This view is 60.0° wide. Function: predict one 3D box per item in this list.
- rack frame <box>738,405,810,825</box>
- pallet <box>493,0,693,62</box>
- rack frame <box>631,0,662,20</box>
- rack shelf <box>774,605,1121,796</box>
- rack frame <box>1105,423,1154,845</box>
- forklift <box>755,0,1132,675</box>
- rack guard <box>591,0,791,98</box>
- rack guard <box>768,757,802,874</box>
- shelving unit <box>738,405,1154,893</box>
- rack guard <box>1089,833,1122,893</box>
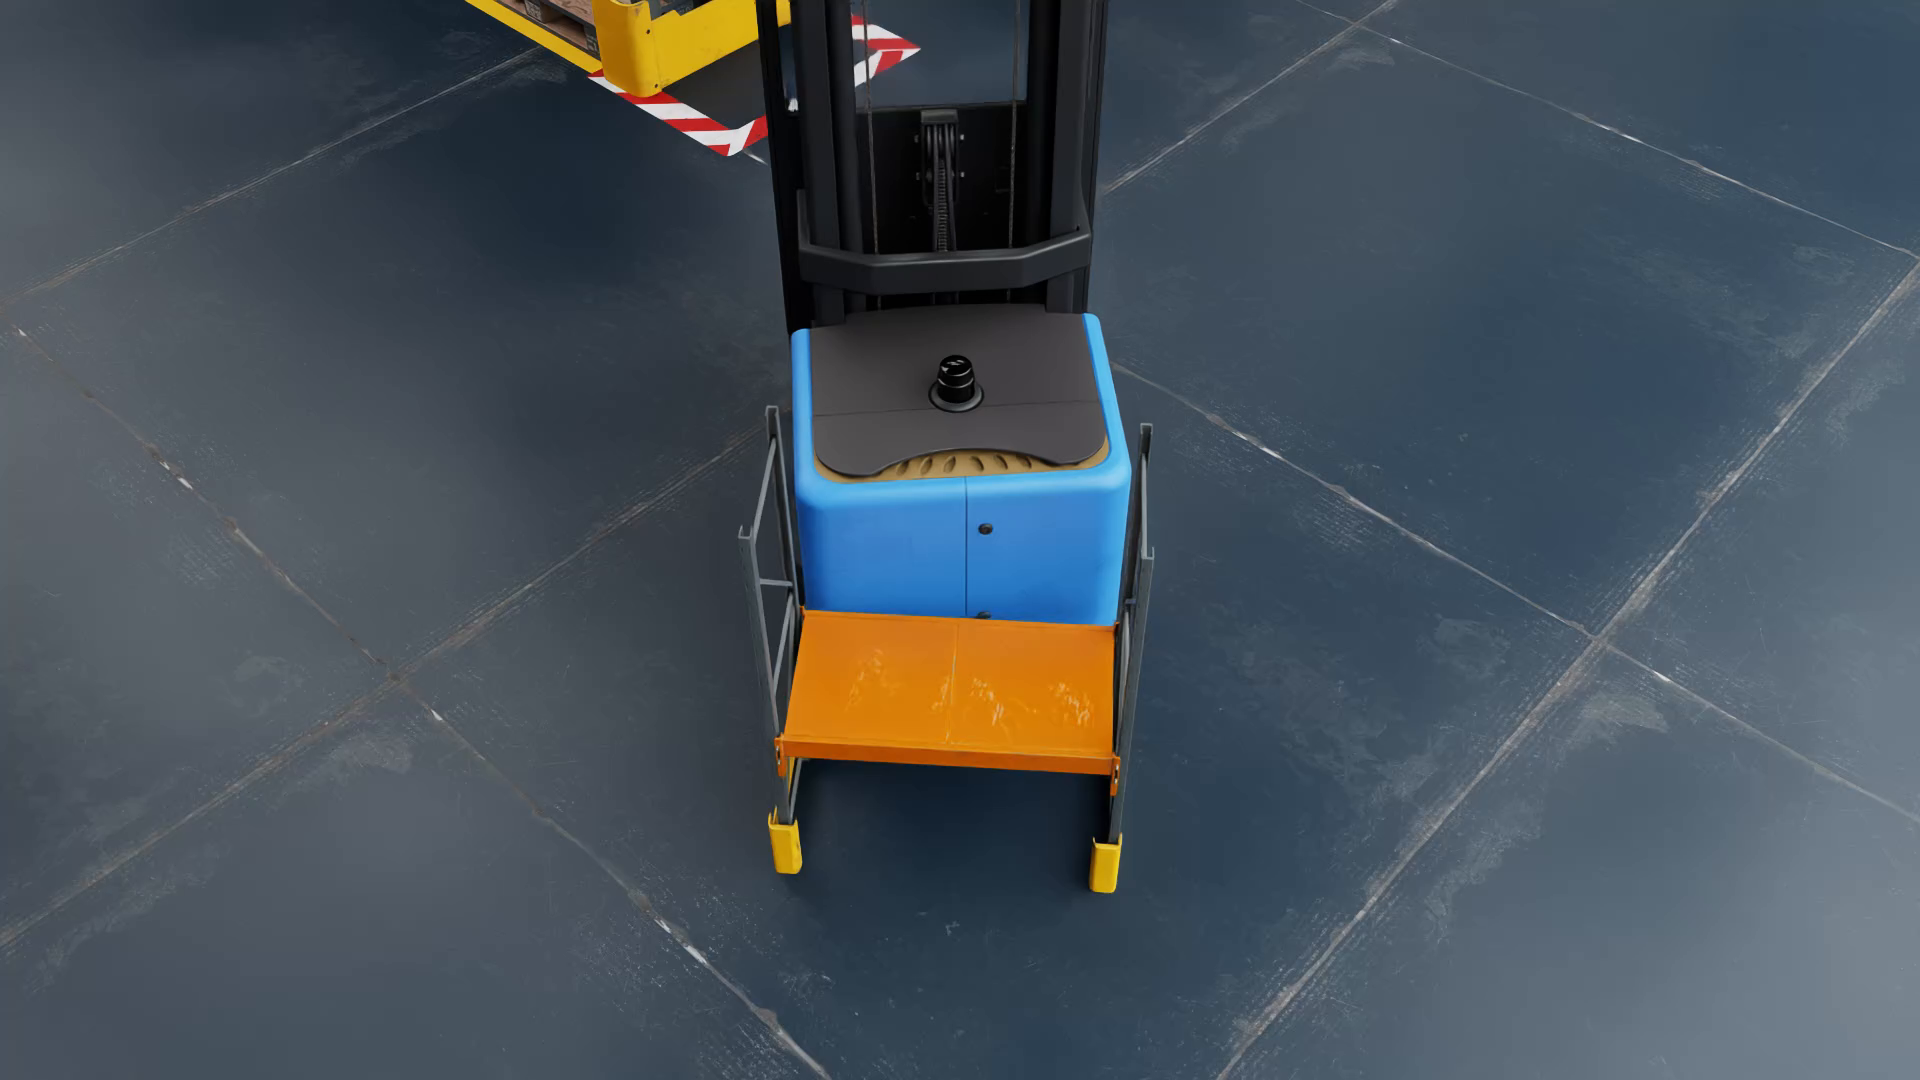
[{"bbox_3d":[-0.528,0.328,4.913,0.032,1.500,0.500,3,47,3],"label":"rack frame"},{"bbox_3d":[-1.911,-3.070,8.988,1.213,0.211,1.003,34,55,28],"label":"pallet"},{"bbox_3d":[-1.230,-3.608,7.580,0.127,3.000,1.000,34,55,28],"label":"rack frame"},{"bbox_3d":[-0.021,0.477,5.020,1.000,0.185,0.538,3,47,3],"label":"rack shelf"},{"bbox_3d":[0.486,0.380,4.865,0.032,1.500,0.500,3,47,3],"label":"rack frame"},{"bbox_3d":[-0.106,-1.508,5.655,1.130,2.935,3.031,-4,47,-3],"label":"forklift"},{"bbox_3d":[-1.318,-2.765,8.503,0.348,0.500,1.175,34,55,28],"label":"rack guard"},{"bbox_3d":[-0.527,0.756,5.369,0.087,0.250,0.587,3,47,3],"label":"rack guard"},{"bbox_3d":[-0.030,0.353,4.889,1.083,1.500,0.587,3,47,3],"label":"shelving unit"},{"bbox_3d":[0.467,0.806,5.321,0.087,0.250,0.587,3,47,3],"label":"rack guard"}]
